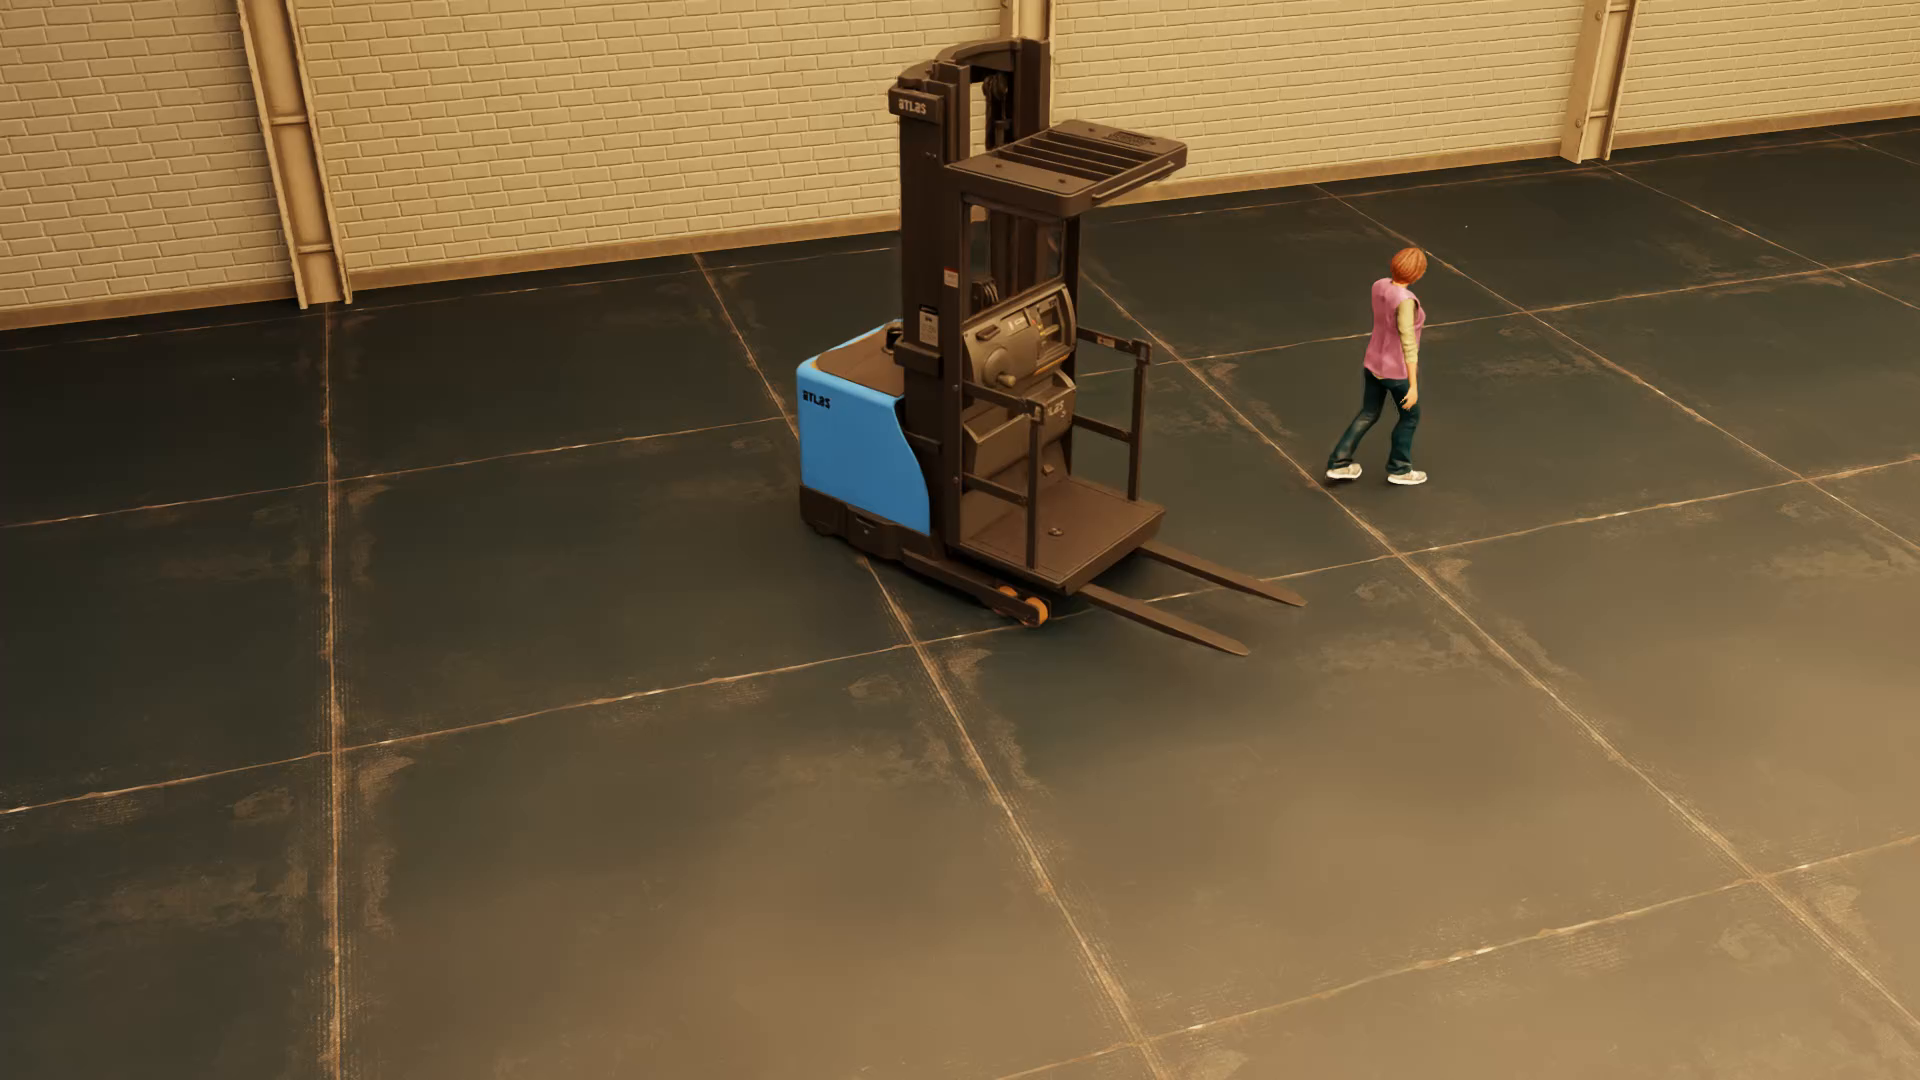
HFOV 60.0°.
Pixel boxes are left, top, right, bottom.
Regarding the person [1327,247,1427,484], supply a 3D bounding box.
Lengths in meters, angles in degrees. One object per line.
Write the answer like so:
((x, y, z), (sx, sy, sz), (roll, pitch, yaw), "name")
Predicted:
((2.692, -1.043, 10.281), (0.703, 1.574, 0.812), (-11, 32, -18), "person")

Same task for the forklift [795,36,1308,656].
((0.493, -1.084, 8.971), (3.031, 2.935, 1.130), (22, 36, 33), "forklift")
